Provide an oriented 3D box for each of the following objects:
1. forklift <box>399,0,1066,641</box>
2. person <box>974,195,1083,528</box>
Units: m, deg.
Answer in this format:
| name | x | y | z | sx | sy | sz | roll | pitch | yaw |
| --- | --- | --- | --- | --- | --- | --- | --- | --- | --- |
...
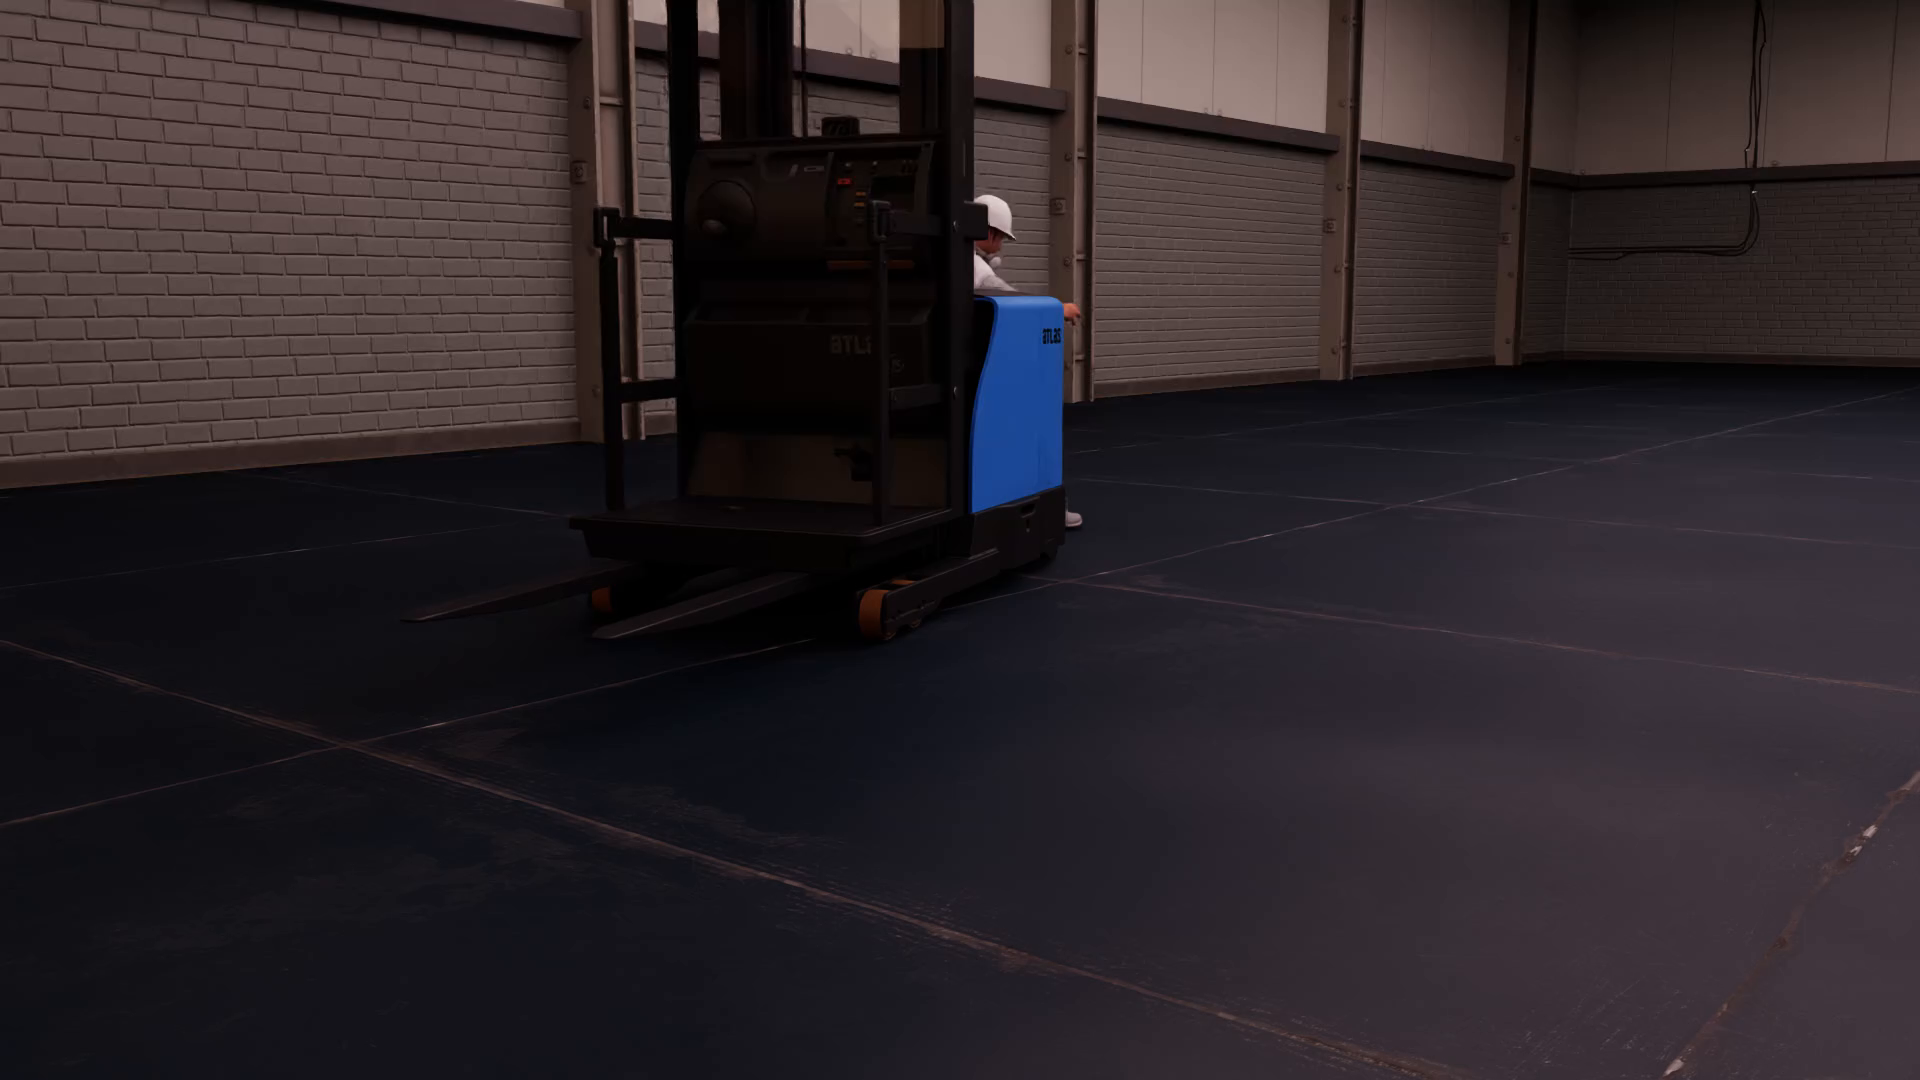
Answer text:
| name | x | y | z | sx | sy | sz | roll | pitch | yaw |
| --- | --- | --- | --- | --- | --- | --- | --- | --- | --- |
| forklift | -0.604 | -1.203 | 5.502 | 1.130 | 2.935 | 3.031 | 3 | 9 | 22 |
| person | 0.150 | -0.839 | 7.851 | 0.804 | 1.536 | 0.893 | -7 | 11 | -41 |
